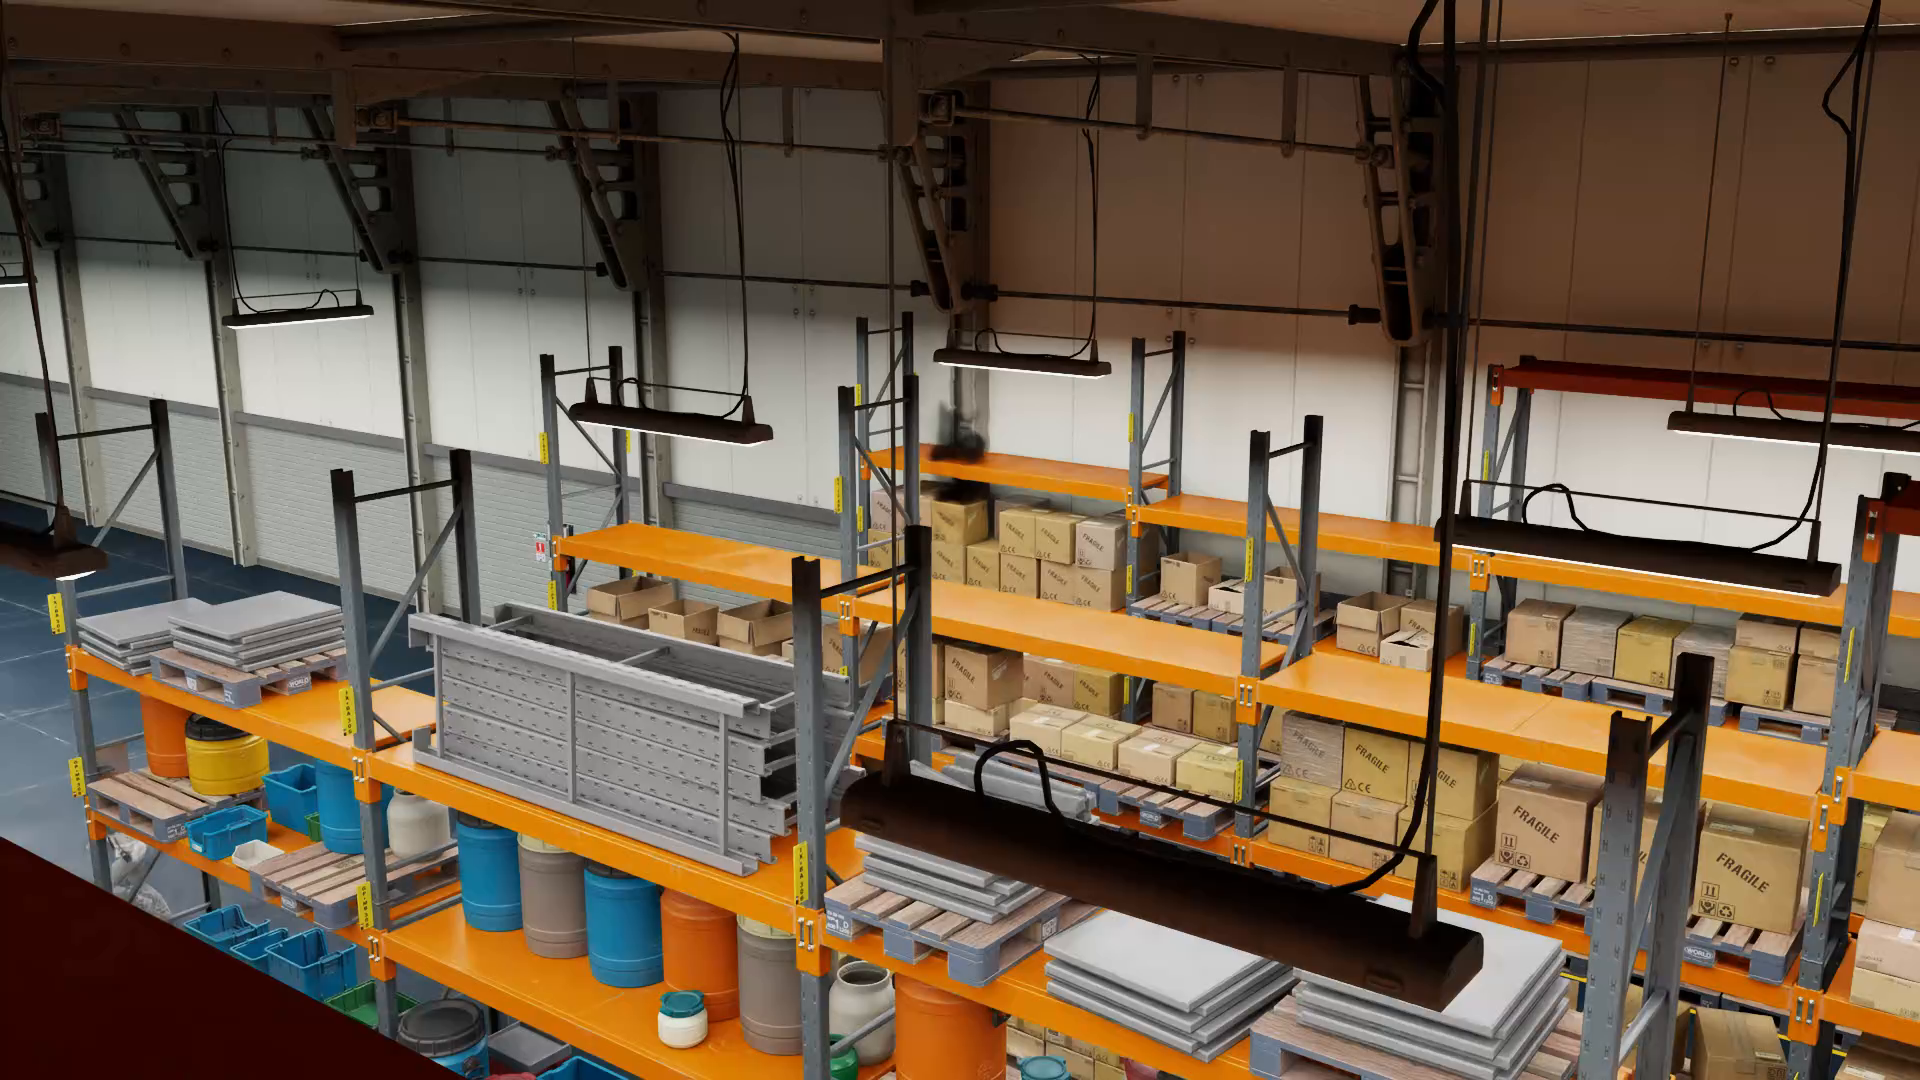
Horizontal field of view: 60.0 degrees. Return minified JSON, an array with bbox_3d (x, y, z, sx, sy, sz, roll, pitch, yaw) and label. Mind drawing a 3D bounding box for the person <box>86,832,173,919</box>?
[{"bbox_3d":[-8.700,3.302,17.352,0.729,1.644,0.634,-6,14,-23],"label":"person"}]
